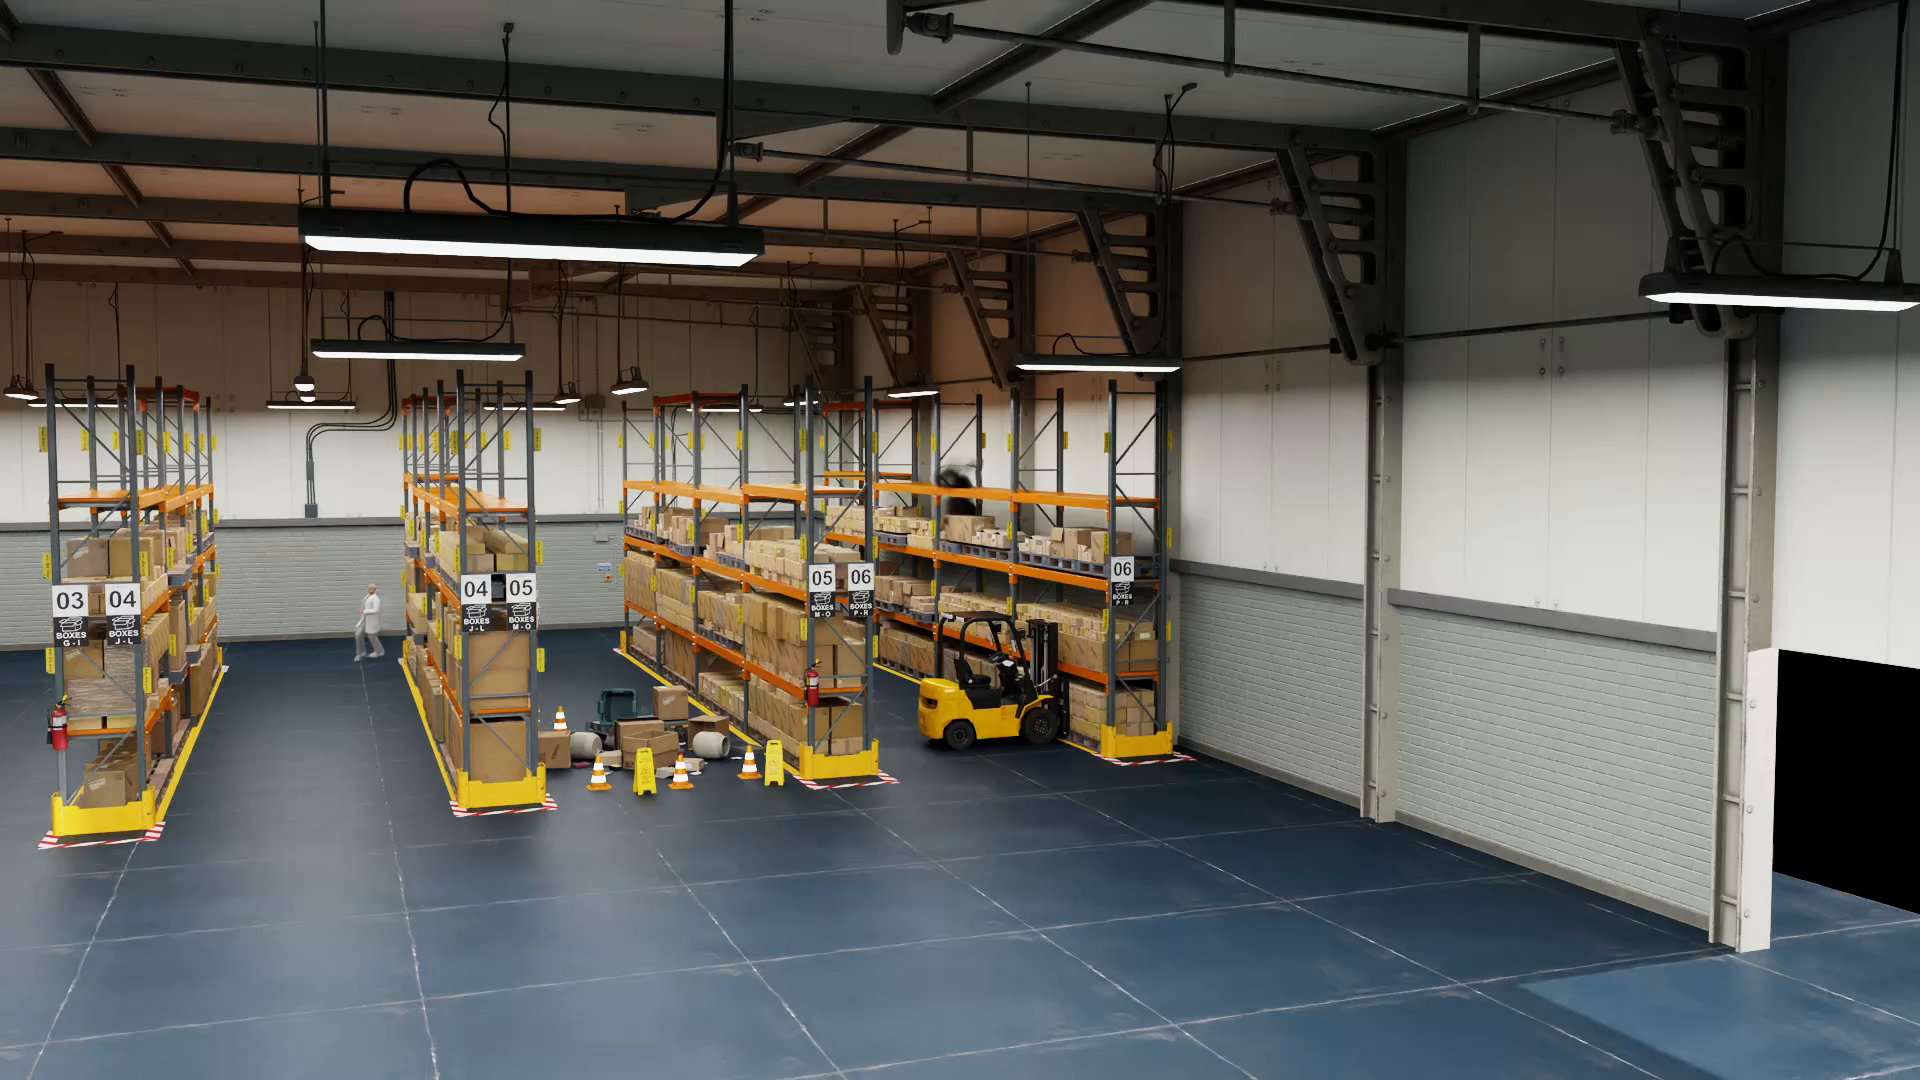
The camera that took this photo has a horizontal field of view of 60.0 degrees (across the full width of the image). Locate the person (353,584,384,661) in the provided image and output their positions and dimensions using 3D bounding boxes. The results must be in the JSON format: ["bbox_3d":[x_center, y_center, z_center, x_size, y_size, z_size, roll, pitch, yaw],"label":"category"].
[{"bbox_3d":[-13.504,1.909,38.223,0.677,1.823,0.773,2,4,36],"label":"person"}]
